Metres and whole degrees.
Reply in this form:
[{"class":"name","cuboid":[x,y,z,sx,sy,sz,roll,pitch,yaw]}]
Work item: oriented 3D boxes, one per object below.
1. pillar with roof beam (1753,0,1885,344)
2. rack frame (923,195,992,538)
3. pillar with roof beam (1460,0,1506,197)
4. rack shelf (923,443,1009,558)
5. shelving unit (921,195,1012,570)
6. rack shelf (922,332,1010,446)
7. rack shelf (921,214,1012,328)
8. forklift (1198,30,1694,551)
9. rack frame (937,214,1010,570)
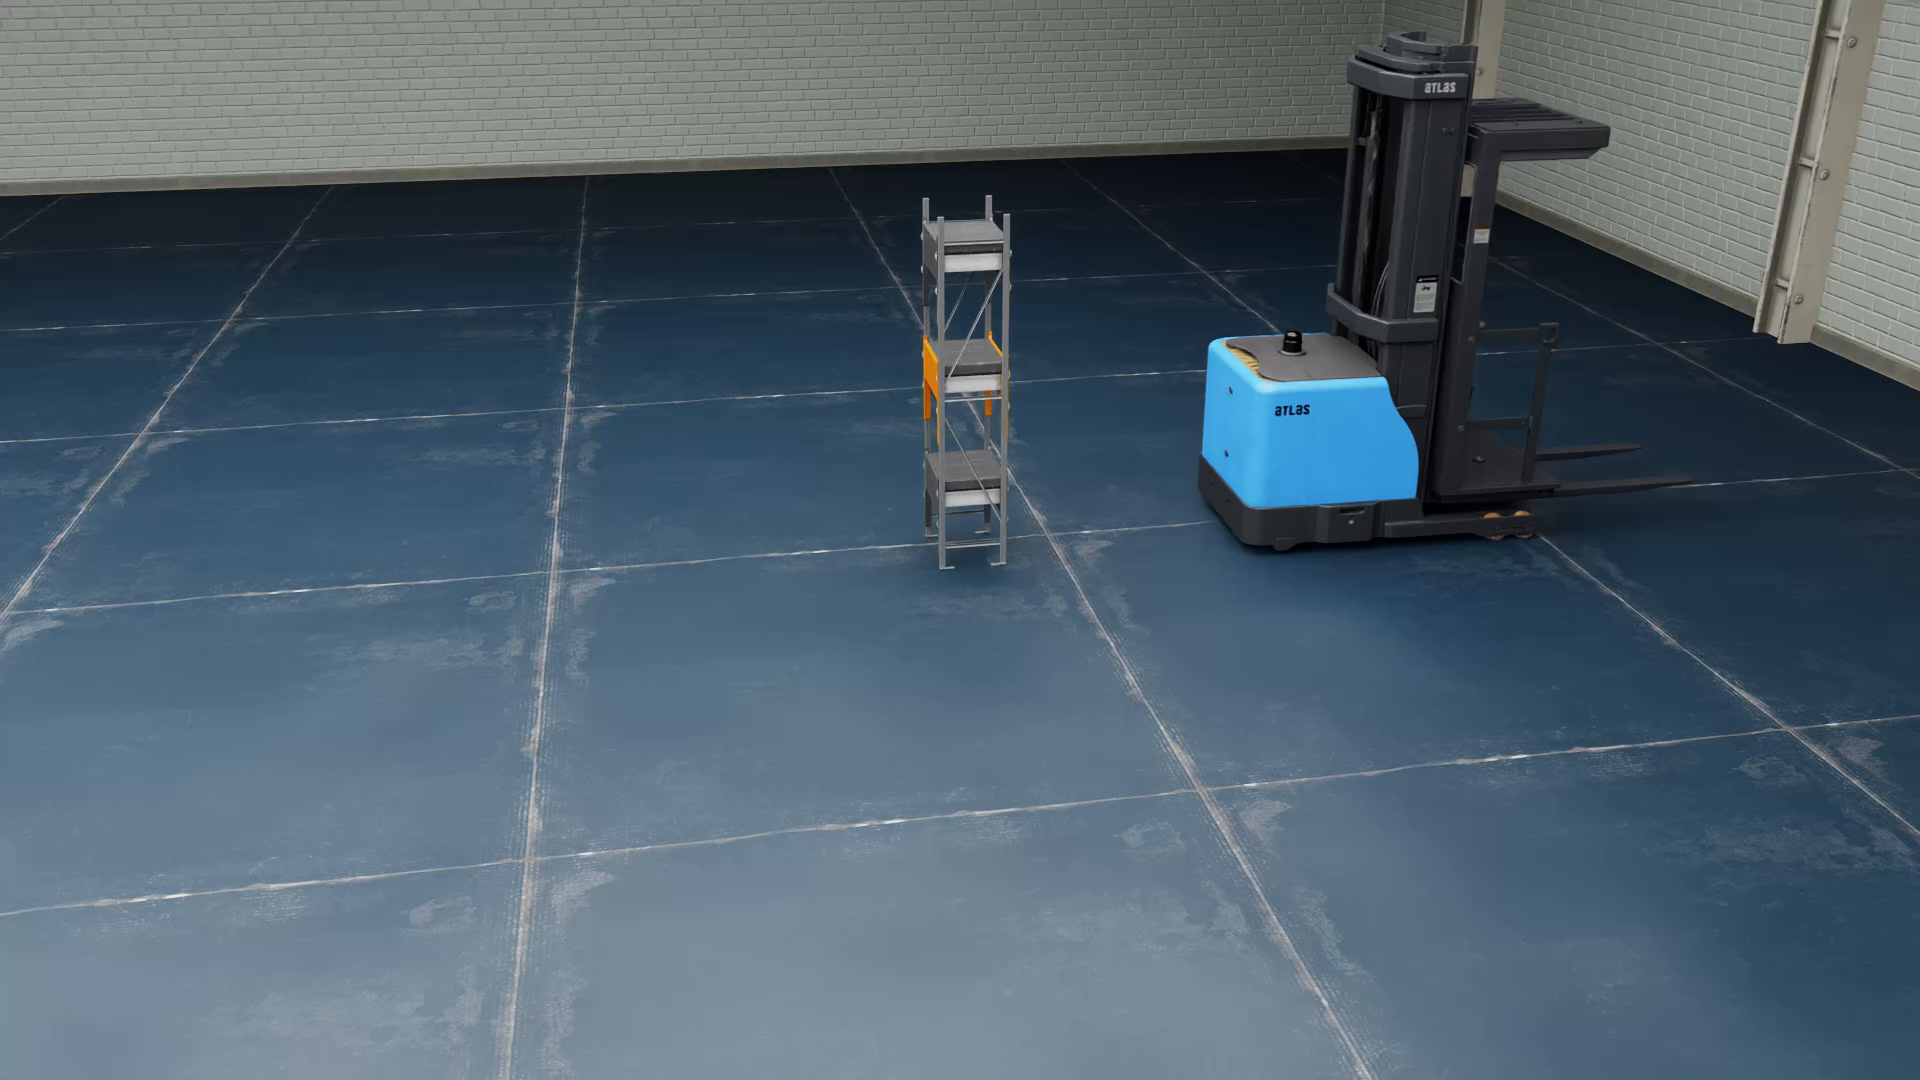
[{"class":"pillar with roof beam","cuboid":[2.814,-5.550,11.714,9.100,9.000,0.400,-4,24,-10]},{"class":"rack frame","cuboid":[-0.015,-0.993,9.900,0.400,2.100,0.015,-4,24,-10]},{"class":"pillar with roof beam","cuboid":[1.705,-7.910,17.118,9.100,9.000,0.400,-4,24,-10]},{"class":"rack shelf","cuboid":[0.031,-0.243,9.966,0.431,0.518,0.480,-4,24,-10]},{"class":"shelving unit","cuboid":[0.031,-0.897,9.681,0.431,2.100,0.503,-4,24,-10]},{"class":"rack shelf","cuboid":[0.031,-0.885,9.686,0.431,0.518,0.480,-4,24,-10]},{"class":"rack shelf","cuboid":[0.031,-1.526,9.406,0.431,0.518,0.480,-4,24,-10]},{"class":"forklift","cuboid":[3.115,-1.545,10.126,3.031,2.935,1.130,-4,24,-9]},{"class":"rack frame","cuboid":[0.076,-0.801,9.461,0.400,2.100,0.015,-4,24,-10]}]
